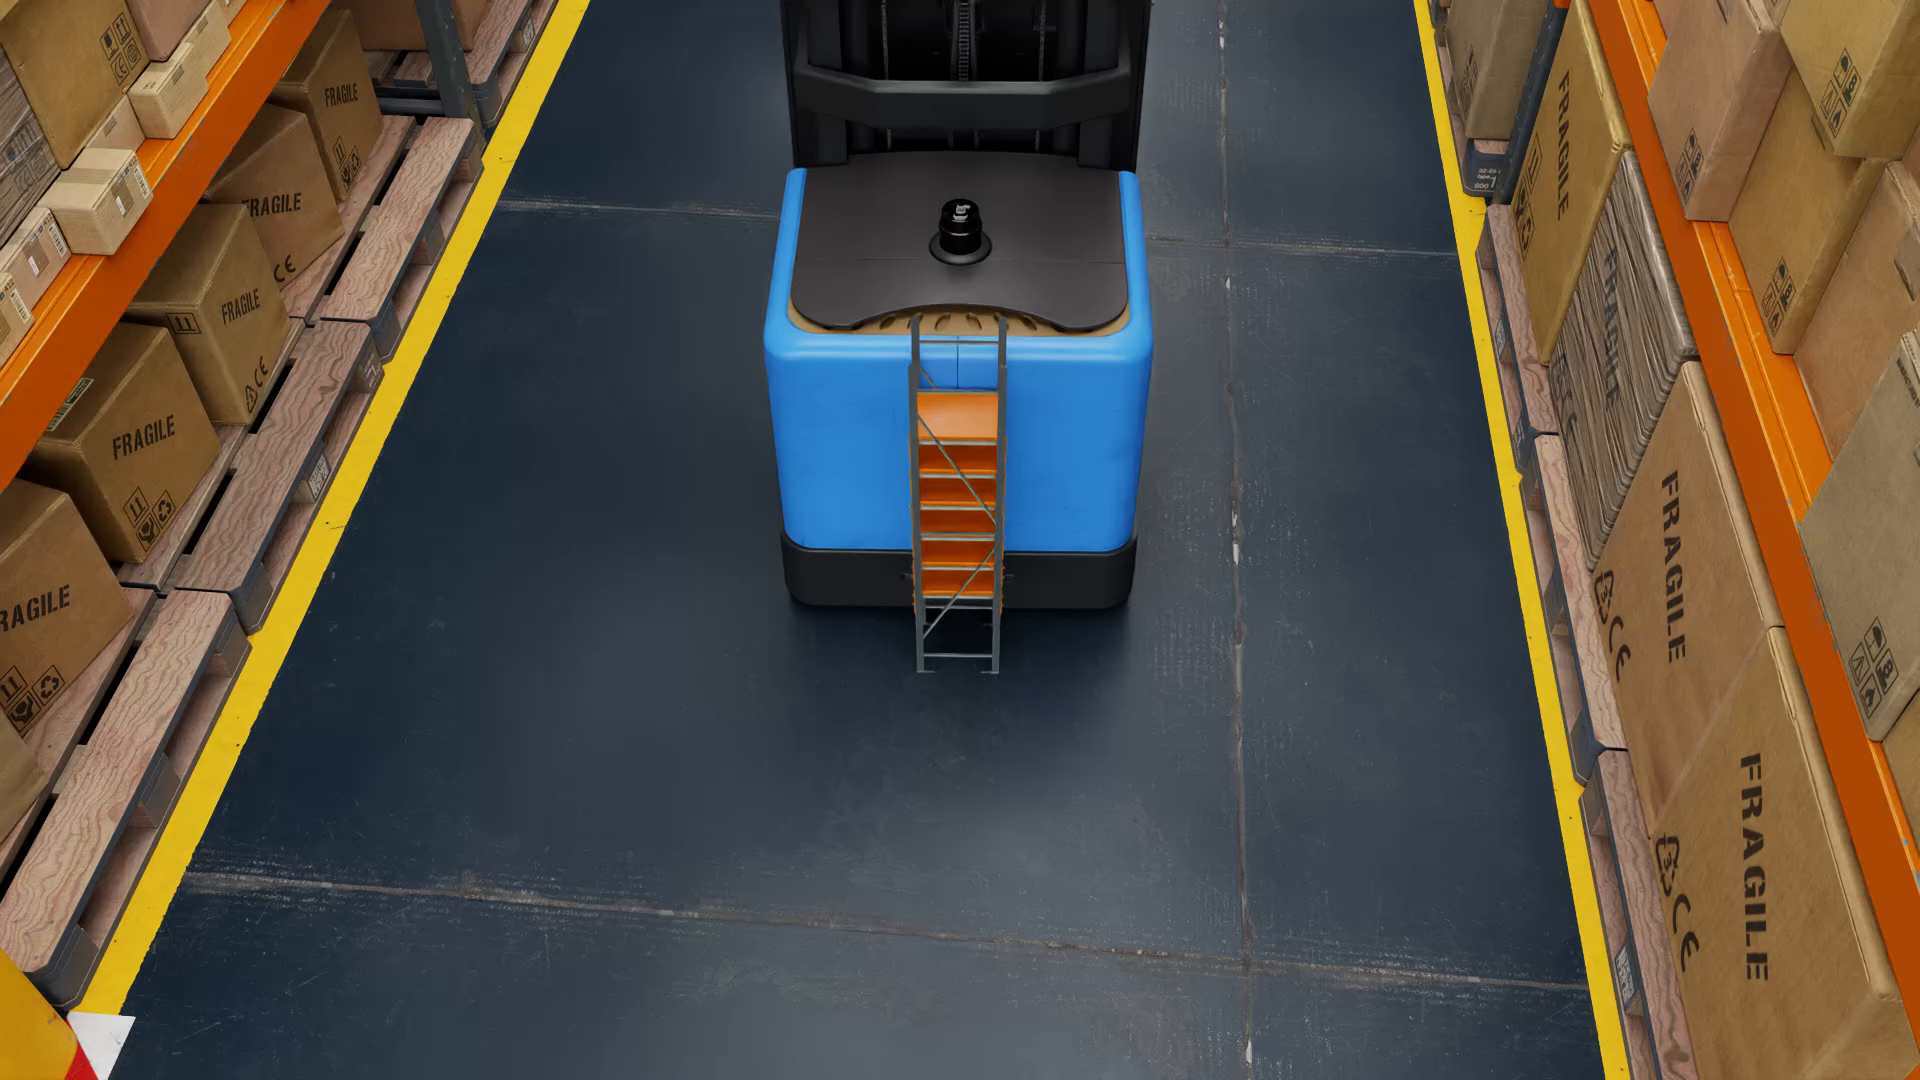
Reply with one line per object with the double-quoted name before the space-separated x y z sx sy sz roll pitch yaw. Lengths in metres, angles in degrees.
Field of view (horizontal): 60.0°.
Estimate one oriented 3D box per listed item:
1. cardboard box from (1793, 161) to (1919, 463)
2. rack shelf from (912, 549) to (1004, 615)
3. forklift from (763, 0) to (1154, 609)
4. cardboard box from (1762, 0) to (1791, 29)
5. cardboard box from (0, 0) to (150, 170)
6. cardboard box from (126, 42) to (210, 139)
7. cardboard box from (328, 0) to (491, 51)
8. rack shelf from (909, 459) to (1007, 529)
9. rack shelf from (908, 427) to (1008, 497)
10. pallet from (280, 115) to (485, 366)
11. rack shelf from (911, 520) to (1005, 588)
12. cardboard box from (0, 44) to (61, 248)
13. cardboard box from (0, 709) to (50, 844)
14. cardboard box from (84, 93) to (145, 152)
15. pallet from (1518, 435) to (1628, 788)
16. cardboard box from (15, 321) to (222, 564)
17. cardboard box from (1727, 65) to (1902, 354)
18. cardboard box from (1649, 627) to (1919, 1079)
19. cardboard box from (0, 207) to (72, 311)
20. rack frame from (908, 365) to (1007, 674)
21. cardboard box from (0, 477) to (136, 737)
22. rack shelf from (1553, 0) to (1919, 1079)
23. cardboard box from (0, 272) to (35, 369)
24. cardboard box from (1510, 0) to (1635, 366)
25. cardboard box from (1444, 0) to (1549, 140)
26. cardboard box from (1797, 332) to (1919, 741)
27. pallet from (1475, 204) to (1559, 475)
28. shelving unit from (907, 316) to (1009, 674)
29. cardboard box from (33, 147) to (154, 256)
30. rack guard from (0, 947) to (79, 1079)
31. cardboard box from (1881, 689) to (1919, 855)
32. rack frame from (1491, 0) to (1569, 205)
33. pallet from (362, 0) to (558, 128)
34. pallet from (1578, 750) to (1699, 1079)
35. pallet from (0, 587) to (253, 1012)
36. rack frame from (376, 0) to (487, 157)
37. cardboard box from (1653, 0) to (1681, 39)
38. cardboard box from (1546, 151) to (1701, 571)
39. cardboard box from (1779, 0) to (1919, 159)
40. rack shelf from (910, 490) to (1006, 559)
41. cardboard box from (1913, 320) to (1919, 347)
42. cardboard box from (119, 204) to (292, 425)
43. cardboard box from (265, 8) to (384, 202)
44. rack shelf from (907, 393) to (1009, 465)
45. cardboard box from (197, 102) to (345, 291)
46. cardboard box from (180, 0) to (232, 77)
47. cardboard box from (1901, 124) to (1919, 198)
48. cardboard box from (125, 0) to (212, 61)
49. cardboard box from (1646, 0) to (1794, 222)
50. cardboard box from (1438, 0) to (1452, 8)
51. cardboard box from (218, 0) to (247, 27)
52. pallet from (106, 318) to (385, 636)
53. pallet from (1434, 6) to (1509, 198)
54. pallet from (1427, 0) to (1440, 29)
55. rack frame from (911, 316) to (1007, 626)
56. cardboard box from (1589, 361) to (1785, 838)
"cardboard box" 2.348 -0.380 3.463 0.875 0.550 0.550 4 48 4
"rack shelf" -0.004 0.111 4.721 0.258 0.103 0.180 1 48 1
"forklift" 0.020 -1.857 4.962 1.130 2.935 3.031 1 48 1
"cardboard box" 2.331 -1.531 3.784 0.875 0.550 0.550 4 48 4
"cardboard box" -2.626 -1.295 4.133 0.875 0.500 0.500 4 48 4
"cardboard box" -2.289 -1.228 4.510 0.380 0.149 0.250 4 48 4
"cardboard box" -2.333 -2.346 6.759 0.700 0.500 0.500 1 48 1
"rack shelf" -0.004 -0.132 4.456 0.258 0.103 0.180 1 48 1
"rack shelf" -0.004 -0.213 4.367 0.258 0.103 0.180 1 48 1
"pallet" -2.436 -1.155 6.163 1.003 0.211 1.213 4 48 4
"rack shelf" -0.004 0.030 4.633 0.258 0.103 0.180 1 48 1
"cardboard box" -2.683 -0.929 3.797 0.875 0.500 0.500 4 48 4
"cardboard box" -2.701 0.592 4.085 0.500 0.500 0.500 12 49 11
"cardboard box" -2.388 -1.049 4.347 0.380 0.149 0.250 4 48 4
"pallet" 2.264 0.210 4.915 1.003 0.211 1.213 4 48 4
"cardboard box" -2.605 -0.309 4.909 0.500 0.500 0.500 8 48 7
"cardboard box" 2.355 -0.772 3.821 0.875 0.550 0.500 4 48 4
"cardboard box" 2.151 0.828 3.615 0.875 0.875 0.875 4 48 4
"cardboard box" -2.404 -0.680 4.009 0.380 0.149 0.250 4 48 4
"rack frame" -0.006 -0.014 4.450 0.240 1.200 0.006 1 48 1
"cardboard box" -2.681 0.150 4.489 0.500 0.500 0.500 15 49 14
"rack shelf" 2.337 -0.471 4.136 1.077 0.370 4.000 4 48 4
"cardboard box" -2.400 -0.494 3.840 0.380 0.149 0.250 4 48 4
"cardboard box" 2.393 -1.151 5.425 0.875 0.875 0.875 5 48 4
"cardboard box" 2.487 -2.029 6.313 1.050 0.750 0.750 4 48 3
"cardboard box" 2.172 0.024 3.094 0.875 0.550 0.550 4 48 4
"pallet" 2.373 -0.689 5.737 1.003 0.211 1.213 4 48 4
"shelving unit" -0.004 -0.081 4.511 0.258 1.200 0.189 1 48 1
"cardboard box" -2.278 -0.857 4.171 0.380 0.149 0.250 4 48 4
"rack guard" -2.768 1.135 3.873 1.175 0.500 0.348 4 48 4
"cardboard box" 2.144 0.429 2.723 0.875 0.550 0.550 4 48 4
"rack frame" 2.520 -2.184 5.215 1.000 3.000 0.127 4 48 4
"pallet" -2.341 -2.223 7.140 1.003 0.211 1.213 4 48 4
"pallet" 2.150 1.104 4.097 1.003 0.211 1.213 4 48 4
"pallet" -2.659 0.638 4.523 1.003 0.211 1.213 4 48 4
"rack frame" -2.410 -2.592 5.588 1.000 3.000 0.127 4 48 4
"cardboard box" 2.470 -1.557 4.540 0.875 0.550 0.550 4 48 4
"cardboard box" 2.314 -0.488 4.819 0.875 0.875 0.875 4 48 4
"cardboard box" 2.291 -1.141 3.427 0.875 0.550 0.500 4 48 4
"rack shelf" -0.004 -0.051 4.544 0.258 0.103 0.180 1 48 1
"cardboard box" 2.186 -0.340 2.695 0.875 0.550 0.550 4 48 4
"cardboard box" -2.510 -0.716 5.281 0.500 0.500 0.500 0 48 0
"cardboard box" -2.487 -1.599 6.089 0.500 0.500 0.500 3 48 2
"rack shelf" -0.004 -0.294 4.278 0.258 0.103 0.180 1 48 1
"cardboard box" -2.531 -1.177 5.703 0.500 0.500 0.500 18 50 16
"cardboard box" -2.301 -1.414 4.681 0.380 0.149 0.250 4 48 4
"cardboard box" 2.372 -0.742 3.063 0.875 0.550 0.550 4 48 4
"cardboard box" -2.539 -1.660 4.466 0.875 0.500 0.500 4 48 4
"cardboard box" 2.304 -1.168 4.184 0.875 0.550 0.550 4 48 4
"cardboard box" 2.578 -2.737 6.961 1.050 0.750 0.750 4 48 4
"cardboard box" -2.318 -1.600 4.851 0.380 0.149 0.250 4 48 4
"pallet" -2.545 -0.256 5.341 1.003 0.211 1.213 4 48 4
"pallet" 2.515 -1.815 6.767 1.003 0.211 1.213 4 48 4
"pallet" 2.624 -2.714 7.589 1.003 0.211 1.213 4 48 4
"rack frame" -0.003 -0.149 4.573 0.240 1.200 0.006 1 48 1
"cardboard box" 2.229 0.181 4.207 0.875 0.875 0.875 3 48 3
